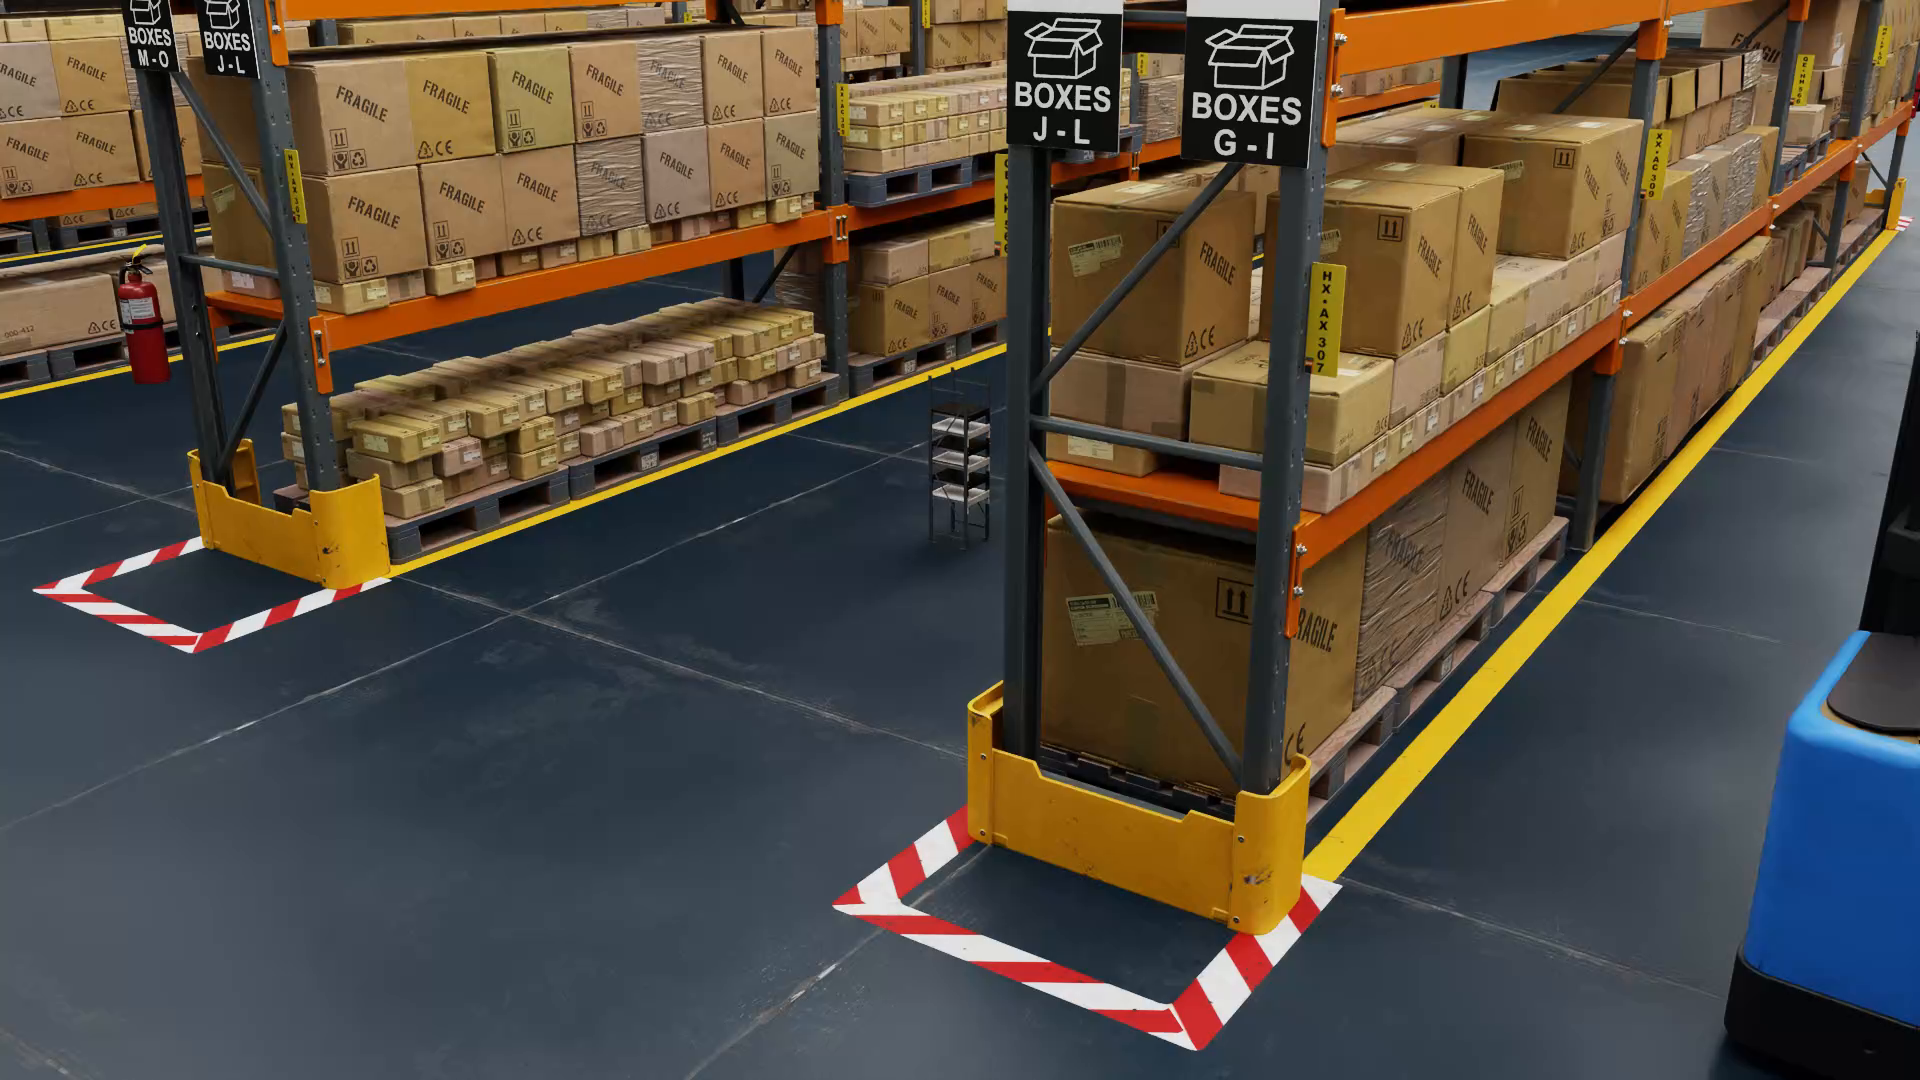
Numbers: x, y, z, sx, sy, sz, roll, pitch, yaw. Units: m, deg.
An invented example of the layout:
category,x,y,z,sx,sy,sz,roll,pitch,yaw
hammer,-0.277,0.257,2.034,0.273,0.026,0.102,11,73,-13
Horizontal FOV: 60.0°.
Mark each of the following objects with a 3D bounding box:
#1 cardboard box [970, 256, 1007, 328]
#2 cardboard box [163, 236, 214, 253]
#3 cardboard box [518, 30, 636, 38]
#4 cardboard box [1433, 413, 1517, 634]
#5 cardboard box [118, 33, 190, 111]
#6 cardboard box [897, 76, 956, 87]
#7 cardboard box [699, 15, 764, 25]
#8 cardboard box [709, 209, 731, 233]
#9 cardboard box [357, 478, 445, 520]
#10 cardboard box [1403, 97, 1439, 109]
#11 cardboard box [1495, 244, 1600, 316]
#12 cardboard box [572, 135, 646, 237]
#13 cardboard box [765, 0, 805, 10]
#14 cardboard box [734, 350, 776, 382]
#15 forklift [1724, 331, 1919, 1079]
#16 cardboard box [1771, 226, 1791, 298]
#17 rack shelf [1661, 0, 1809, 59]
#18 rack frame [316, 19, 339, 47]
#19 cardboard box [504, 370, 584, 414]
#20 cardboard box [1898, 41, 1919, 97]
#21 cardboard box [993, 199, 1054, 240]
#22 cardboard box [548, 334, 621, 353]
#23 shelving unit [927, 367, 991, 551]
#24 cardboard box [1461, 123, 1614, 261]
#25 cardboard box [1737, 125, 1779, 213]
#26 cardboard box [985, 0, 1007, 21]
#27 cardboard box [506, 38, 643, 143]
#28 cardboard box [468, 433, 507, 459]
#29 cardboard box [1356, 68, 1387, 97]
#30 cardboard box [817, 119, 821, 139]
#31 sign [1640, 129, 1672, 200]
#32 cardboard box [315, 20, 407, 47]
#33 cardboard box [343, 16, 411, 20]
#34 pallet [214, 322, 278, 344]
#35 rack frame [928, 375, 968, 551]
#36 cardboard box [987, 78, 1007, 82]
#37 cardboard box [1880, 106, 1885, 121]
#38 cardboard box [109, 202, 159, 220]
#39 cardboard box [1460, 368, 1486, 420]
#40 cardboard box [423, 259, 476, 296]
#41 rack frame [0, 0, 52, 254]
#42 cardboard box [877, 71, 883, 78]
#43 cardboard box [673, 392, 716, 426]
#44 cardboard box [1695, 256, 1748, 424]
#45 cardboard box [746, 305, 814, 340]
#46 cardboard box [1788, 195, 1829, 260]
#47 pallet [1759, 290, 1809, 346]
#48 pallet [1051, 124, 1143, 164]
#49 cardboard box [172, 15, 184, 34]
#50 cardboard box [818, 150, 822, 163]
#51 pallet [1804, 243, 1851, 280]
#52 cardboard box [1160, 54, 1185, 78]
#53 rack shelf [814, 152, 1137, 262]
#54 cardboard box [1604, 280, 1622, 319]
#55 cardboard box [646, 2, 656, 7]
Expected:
category,x,y,z,sx,sy,sz,roll,pitch,yaw
cardboard box,0.012,-1.933,12.664,0.500,0.500,0.500,14,24,33
cardboard box,-5.794,-2.215,13.518,0.875,0.438,0.875,13,24,31
cardboard box,-2.245,-2.726,9.797,0.500,0.500,0.500,14,24,33
cardboard box,1.900,-0.215,7.480,0.875,0.875,0.875,13,24,32
cardboard box,-5.960,-3.414,12.085,0.500,0.500,0.500,14,24,33
cardboard box,-0.254,-3.406,12.547,0.380,0.149,0.250,13,24,31
cardboard box,-2.372,-5.145,17.173,0.500,0.500,0.500,15,25,35
cardboard box,-1.625,-1.977,10.147,0.380,0.149,0.250,13,24,30
cardboard box,-2.891,-0.243,8.602,0.380,0.149,0.250,14,24,33
cardboard box,5.217,-4.879,20.088,0.875,0.875,0.875,13,24,32
cardboard box,2.523,-1.189,7.443,0.500,0.250,0.500,14,25,33
cardboard box,-2.122,-2.001,9.277,0.500,0.500,0.500,13,24,30
cardboard box,-1.938,-5.964,18.452,0.380,0.149,0.250,15,25,35
cardboard box,-1.394,-1.129,10.570,0.380,0.149,0.250,12,24,30
forklift,3.502,-0.194,5.065,1.130,2.935,3.031,15,25,36
cardboard box,6.380,-2.310,13.655,0.700,0.500,0.500,11,23,27
rack shelf,3.968,-3.090,9.508,1.077,0.370,4.000,13,24,32
rack frame,-5.352,-3.379,13.577,1.000,3.000,0.127,13,24,32
cardboard box,-2.337,-0.833,9.340,0.380,0.149,0.250,14,25,34
cardboard box,9.075,-4.757,16.728,0.875,0.500,0.500,13,24,32
cardboard box,0.604,-2.572,13.312,0.500,0.250,0.500,14,24,33
cardboard box,-2.295,-1.143,10.178,0.380,0.149,0.250,12,24,30
shelving unit,-0.005,-0.420,8.603,0.258,0.900,0.210,13,24,32
cardboard box,2.521,-1.540,7.312,0.500,0.500,0.500,14,24,32
cardboard box,5.020,-2.451,10.924,0.500,0.500,0.500,14,25,33
cardboard box,0.181,-6.695,20.527,0.700,0.500,0.500,13,24,31
cardboard box,-2.106,-2.465,9.092,0.500,0.500,0.500,12,24,30
cardboard box,-2.678,-0.550,9.003,0.380,0.149,0.250,14,24,33
cardboard box,4.184,-5.211,18.313,0.875,0.550,0.550,13,24,32
cardboard box,-1.141,-2.814,11.377,0.380,0.149,0.250,14,25,33
sign,3.303,-1.782,7.896,0.100,0.325,0.005,13,24,32
cardboard box,-4.867,-3.965,13.576,0.500,0.500,0.500,14,24,32
cardboard box,-5.024,-4.222,14.270,0.500,0.500,0.500,14,24,33
pallet,-5.845,-1.868,13.512,1.003,0.211,1.213,13,24,32
rack frame,-0.062,-0.391,8.524,0.240,0.900,0.006,13,24,32
cardboard box,0.422,-3.348,12.392,0.380,0.149,0.250,15,25,34
cardboard box,8.542,-4.060,15.780,0.380,0.149,0.250,13,24,32
cardboard box,-8.711,-3.620,17.226,0.500,0.500,0.500,13,24,31
cardboard box,1.788,-0.588,6.393,0.380,0.149,0.250,13,24,31
cardboard box,-2.693,-1.354,8.464,0.380,0.149,0.250,12,24,30
rack frame,-9.460,-4.346,16.191,1.000,3.000,0.127,13,24,32
cardboard box,-0.927,-5.708,20.236,0.380,0.149,0.250,13,24,31
cardboard box,-1.722,-0.827,10.180,0.380,0.149,0.250,13,24,32
cardboard box,4.179,-1.346,10.539,1.225,0.875,0.875,13,24,32
cardboard box,-1.186,-1.429,10.951,0.380,0.149,0.250,14,25,33
cardboard box,7.599,-2.873,15.207,0.500,0.500,0.500,12,24,30
pallet,6.219,-1.859,13.486,1.003,0.211,1.213,13,24,32
pallet,0.734,-3.275,13.572,1.213,0.211,1.003,13,24,32
cardboard box,-5.887,-3.770,12.112,0.380,0.149,0.250,13,24,31
cardboard box,-1.142,-2.674,11.428,0.380,0.149,0.250,13,24,31
pallet,7.689,-2.634,15.581,1.003,0.211,1.213,13,24,32
cardboard box,1.591,-4.379,14.693,0.700,0.500,0.500,13,24,31
rack shelf,-0.077,-2.679,12.721,1.077,0.370,4.000,13,24,32
cardboard box,2.943,-1.177,7.986,0.380,0.149,0.250,13,24,32
cardboard box,-4.330,-7.333,22.759,0.380,0.149,0.250,13,24,31
